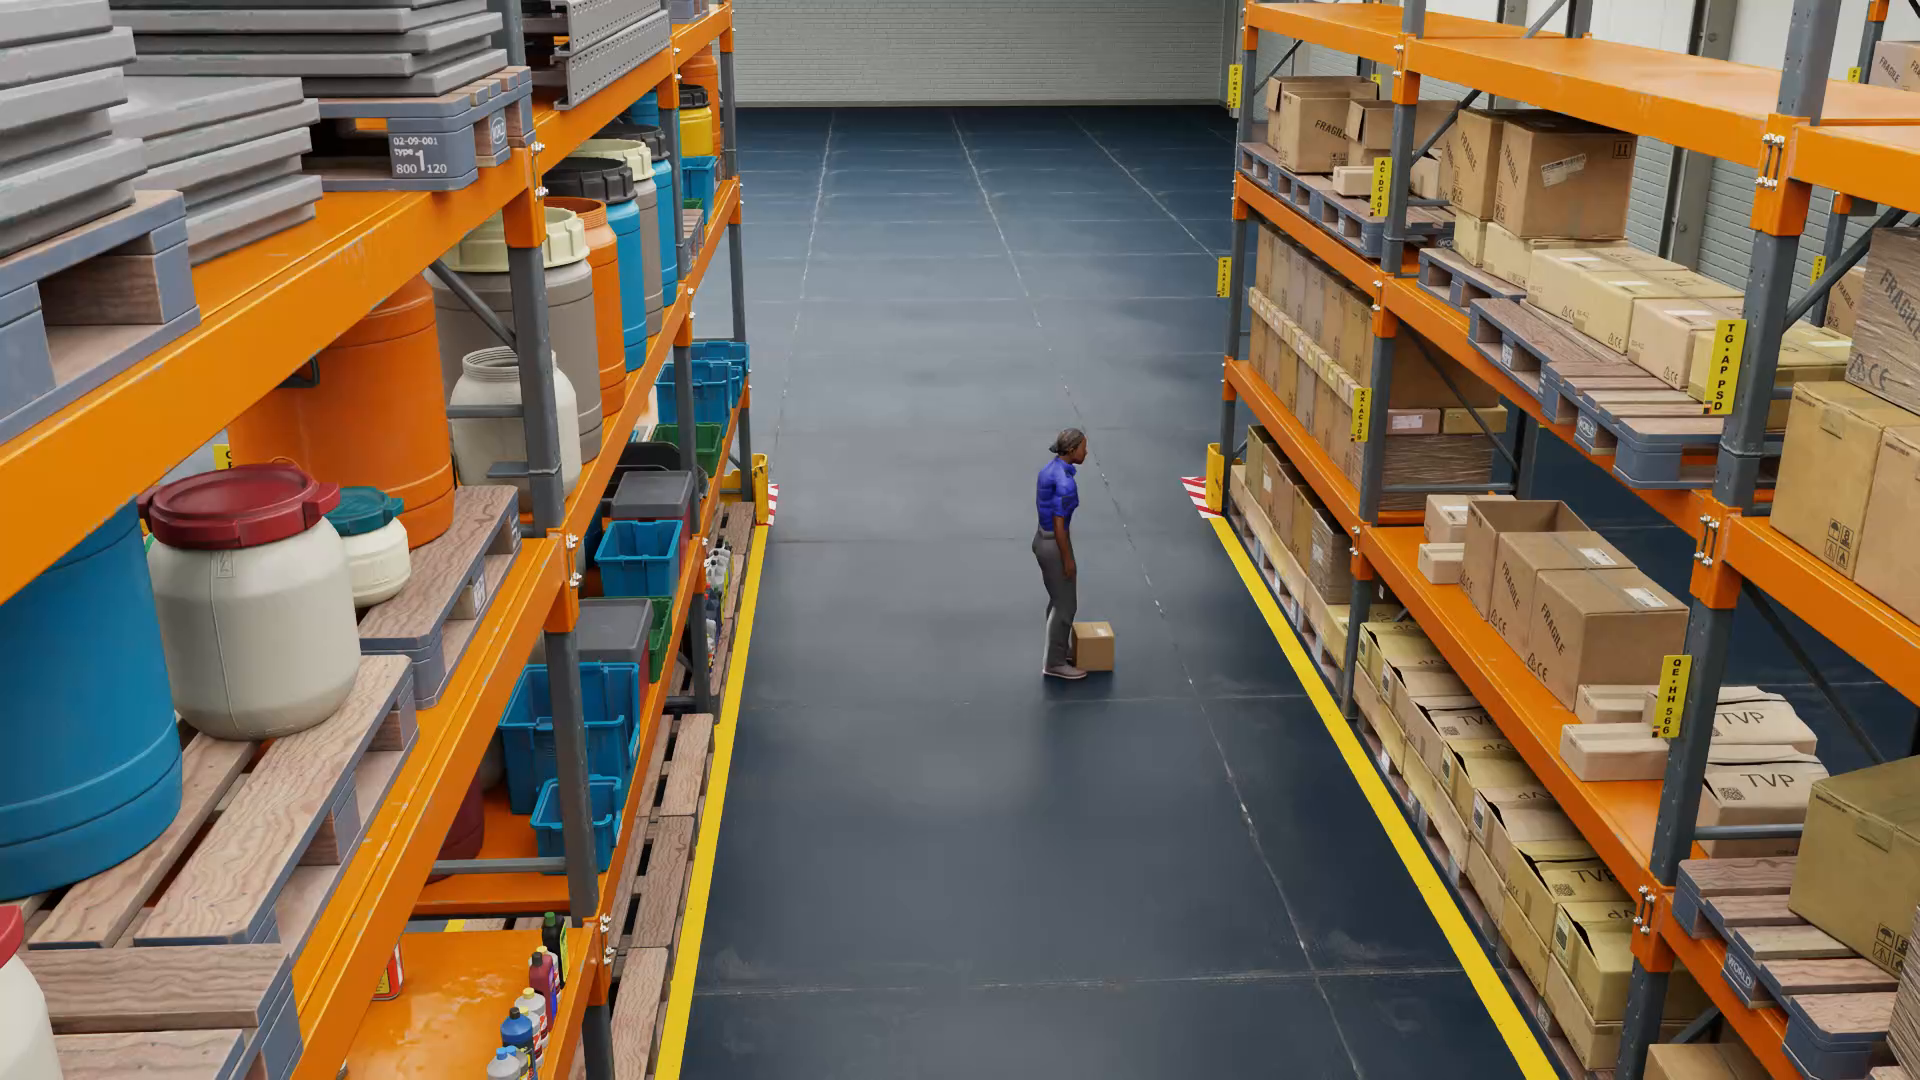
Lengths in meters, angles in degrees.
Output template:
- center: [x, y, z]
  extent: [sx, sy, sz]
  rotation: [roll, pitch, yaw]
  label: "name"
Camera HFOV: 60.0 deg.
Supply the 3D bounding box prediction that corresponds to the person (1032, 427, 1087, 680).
- center: [0.682, 0.066, 10.910]
  extent: [0.402, 1.653, 0.523]
  rotation: [-2, 21, -6]
  label: "person"
